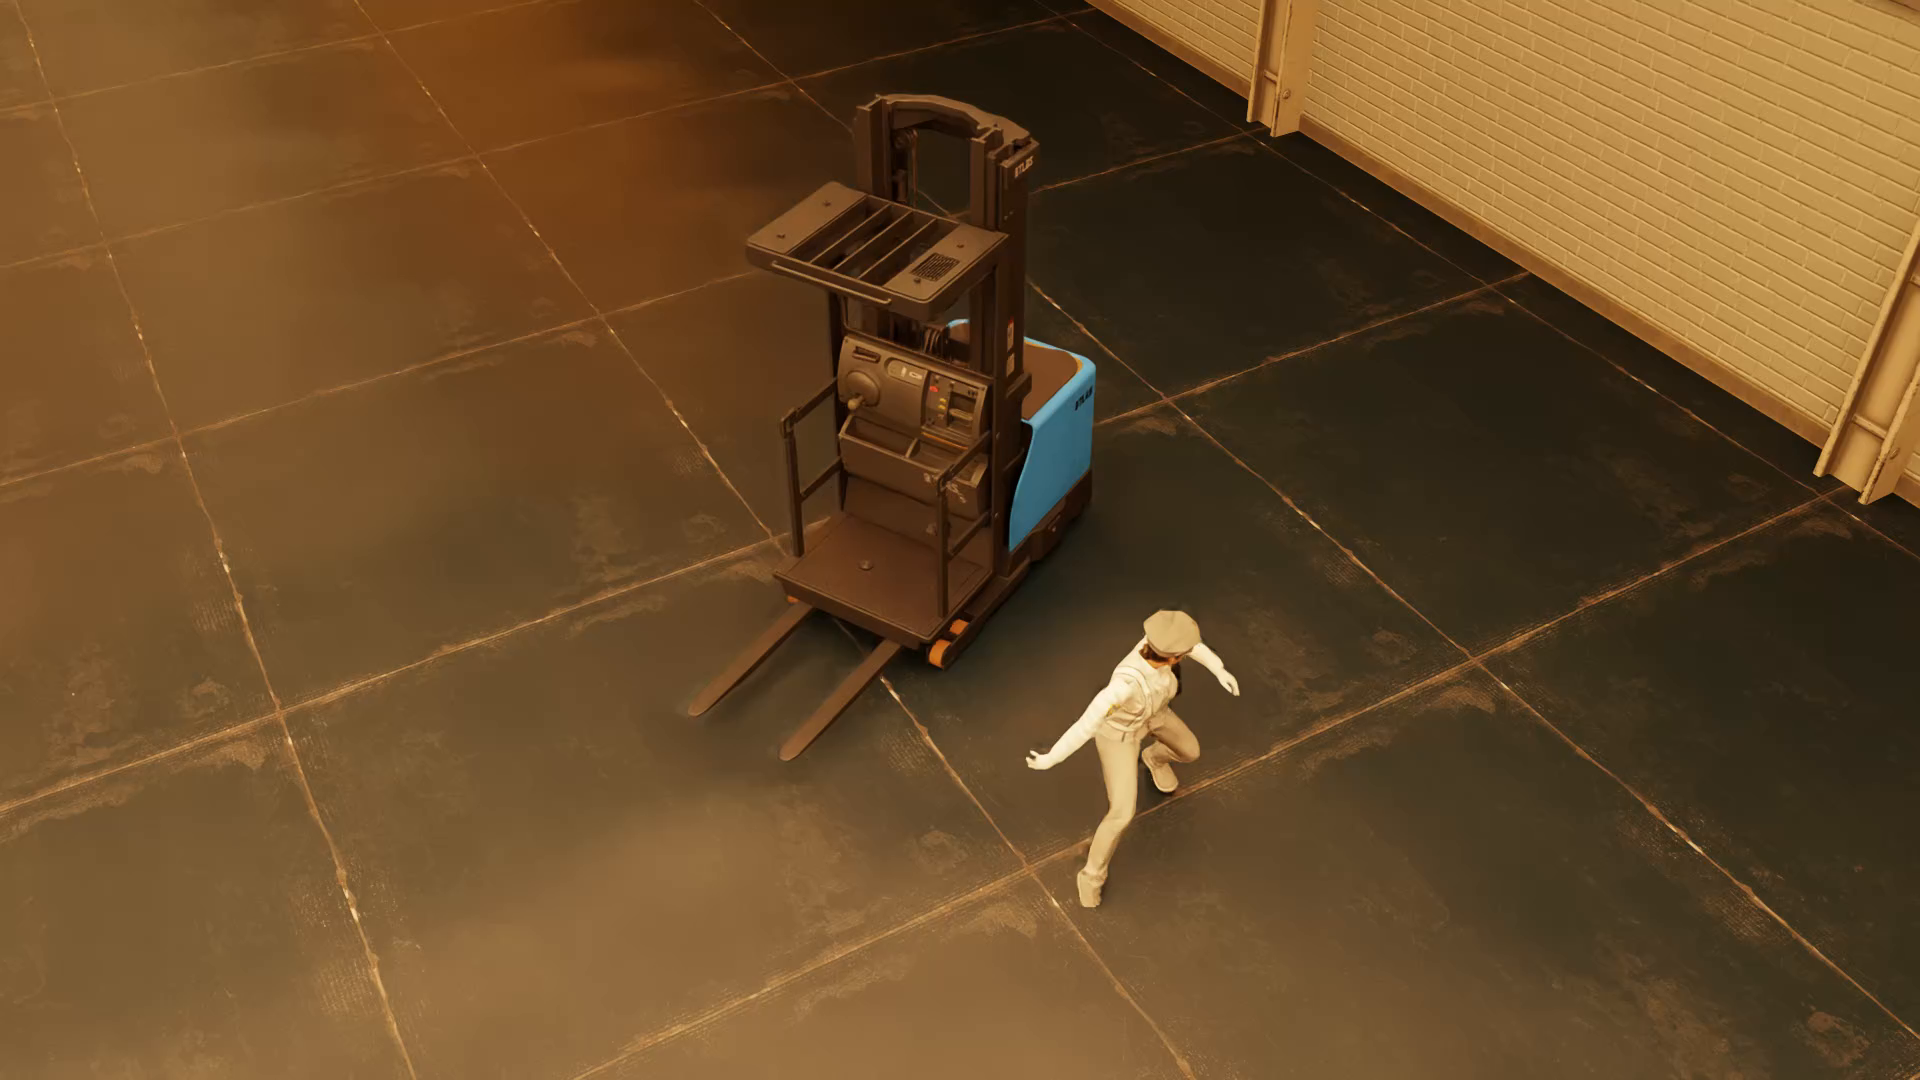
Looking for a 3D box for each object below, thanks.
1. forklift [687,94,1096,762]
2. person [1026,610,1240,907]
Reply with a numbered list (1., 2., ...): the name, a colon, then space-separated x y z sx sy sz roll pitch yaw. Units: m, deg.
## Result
1. forklift: -0.376 -0.743 8.932 1.130 2.935 3.031 22 44 24
2. person: 0.842 0.979 8.062 0.526 1.621 1.014 32 49 33
